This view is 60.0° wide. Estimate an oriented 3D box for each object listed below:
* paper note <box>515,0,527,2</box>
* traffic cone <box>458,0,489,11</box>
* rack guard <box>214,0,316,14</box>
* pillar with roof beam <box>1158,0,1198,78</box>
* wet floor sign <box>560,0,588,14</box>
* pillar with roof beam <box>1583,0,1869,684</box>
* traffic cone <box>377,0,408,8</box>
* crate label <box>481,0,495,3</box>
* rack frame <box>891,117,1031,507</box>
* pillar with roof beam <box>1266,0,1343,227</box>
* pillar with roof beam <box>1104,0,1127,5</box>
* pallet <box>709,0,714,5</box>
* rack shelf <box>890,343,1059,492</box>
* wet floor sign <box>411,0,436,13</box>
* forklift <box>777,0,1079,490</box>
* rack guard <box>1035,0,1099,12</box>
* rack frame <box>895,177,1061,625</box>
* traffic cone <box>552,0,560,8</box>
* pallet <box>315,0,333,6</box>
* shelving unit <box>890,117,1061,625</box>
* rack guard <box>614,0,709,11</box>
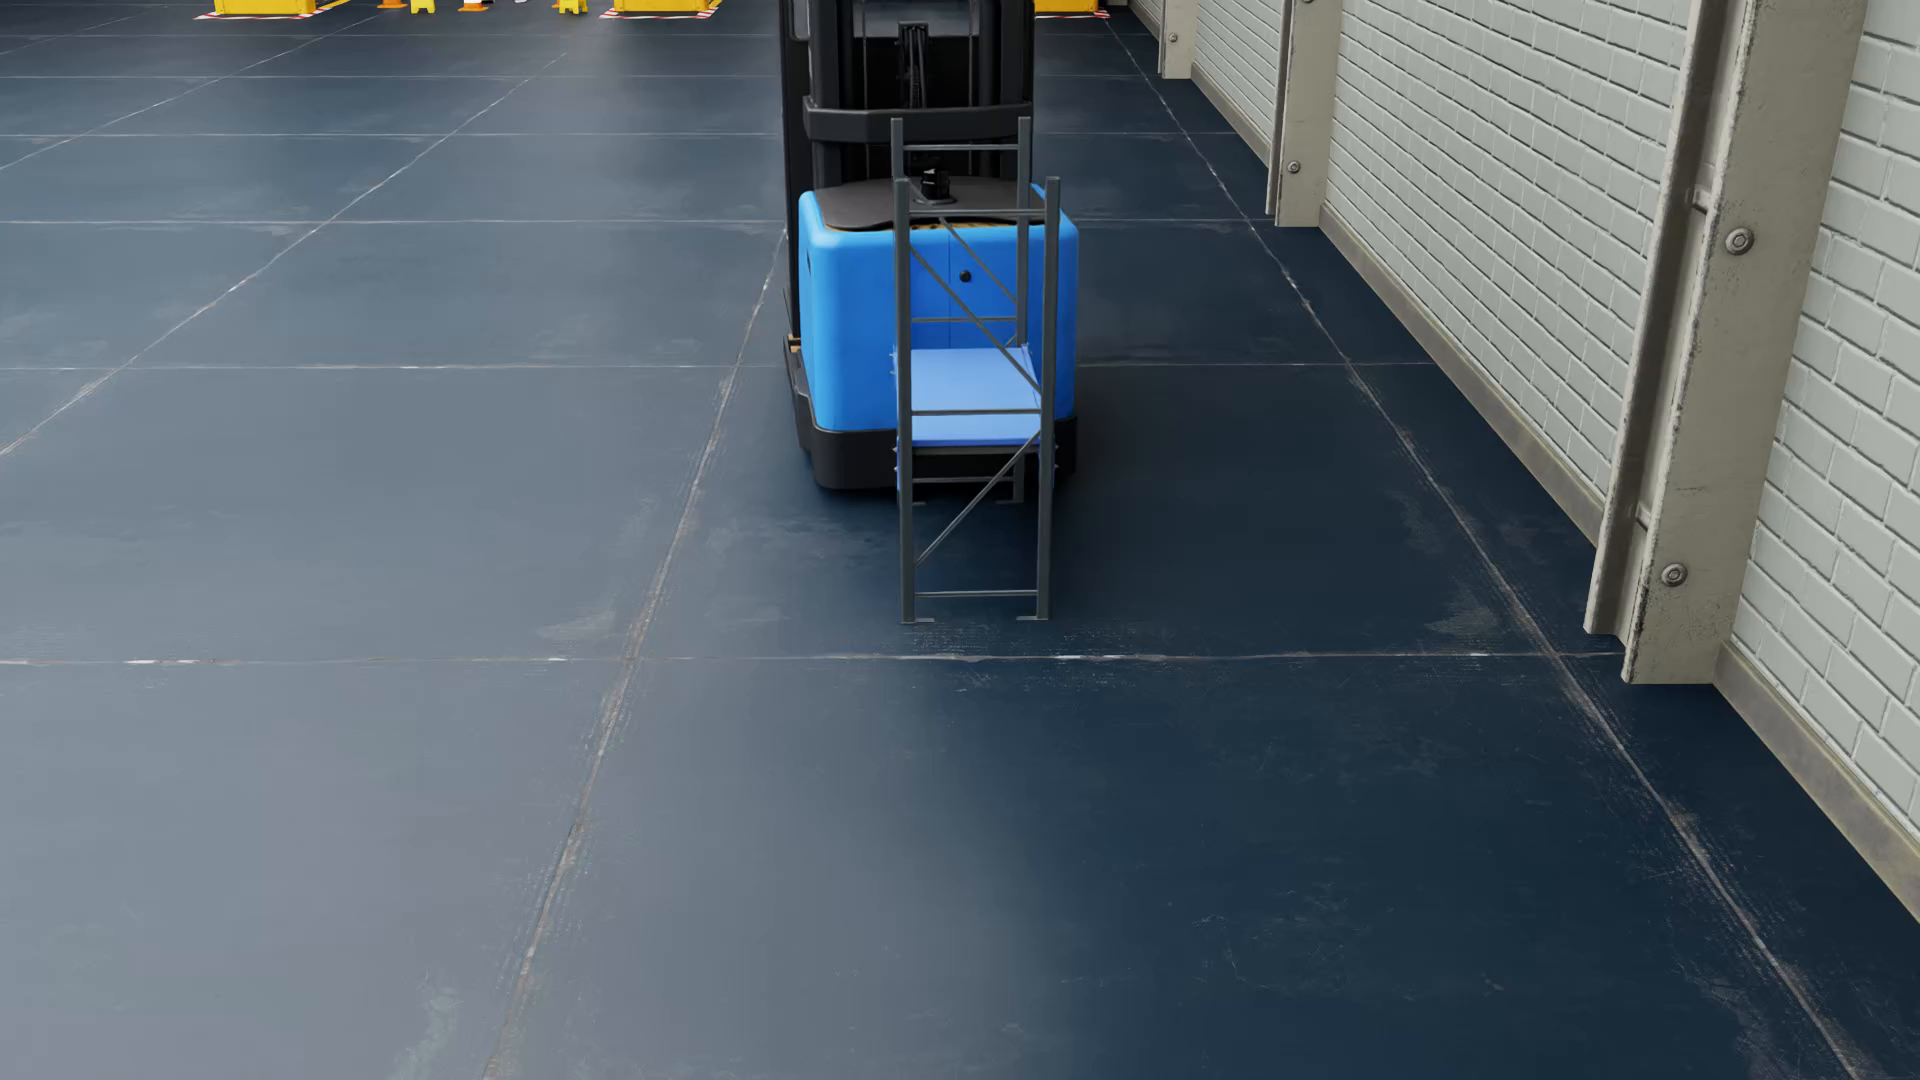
[{"bbox_3d":[-5.798,-7.126,21.968,0.148,0.019,0.142,-9,26,-19],"label":"paper note"},{"bbox_3d":[-6.198,-6.968,21.096,0.336,0.463,0.334,0,24,-1],"label":"traffic cone"},{"bbox_3d":[-8.746,-6.885,20.867,1.175,0.500,0.348,0,24,-1],"label":"rack guard"},{"bbox_3d":[-2.180,-8.654,14.465,9.100,9.000,0.400,0,24,-1],"label":"pillar with roof beam"},{"bbox_3d":[-4.865,-6.942,20.816,0.267,0.644,0.232,8,26,18],"label":"wet floor sign"},{"bbox_3d":[-2.049,-3.710,3.532,9.100,9.000,0.400,0,24,-1],"label":"pillar with roof beam"},{"bbox_3d":[-7.332,-7.103,21.394,0.336,0.463,0.334,0,24,-1],"label":"traffic cone"},{"bbox_3d":[-6.269,-7.144,21.878,0.250,0.136,0.298,-14,28,-28],"label":"crate label"},{"bbox_3d":[0.003,-0.825,6.255,0.500,1.500,0.032,-1,24,-3],"label":"rack frame"},{"bbox_3d":[-2.114,-6.182,8.999,9.100,9.000,0.400,0,24,-1],"label":"pillar with roof beam"},{"bbox_3d":[-2.245,-11.127,19.932,9.100,9.000,0.400,0,24,-1],"label":"pillar with roof beam"},{"bbox_3d":[-3.772,-7.194,21.899,1.003,0.211,1.213,0,24,-1],"label":"pallet"},{"bbox_3d":[0.028,-0.452,5.867,0.538,0.185,1.000,-1,24,-3],"label":"rack shelf"},{"bbox_3d":[-6.766,-6.958,20.852,0.267,0.644,0.232,-4,25,-10],"label":"wet floor sign"},{"bbox_3d":[-0.263,-2.110,7.358,1.130,2.935,3.031,-4,25,-8],"label":"forklift"},{"bbox_3d":[1.166,-6.973,21.061,1.175,0.500,0.348,0,24,-1],"label":"rack guard"},{"bbox_3d":[0.053,-0.407,5.330,0.500,1.500,0.032,-1,24,-3],"label":"rack frame"},{"bbox_3d":[-5.092,-7.113,21.416,0.336,0.463,0.334,0,24,-1],"label":"traffic cone"},{"bbox_3d":[-8.833,-7.093,21.676,1.003,0.211,1.213,0,24,-1],"label":"pallet"},{"bbox_3d":[0.028,-0.616,5.792,0.538,1.500,1.048,-1,24,-3],"label":"shelving unit"},{"bbox_3d":[-3.798,-6.990,21.099,1.175,0.500,0.348,0,24,-1],"label":"rack guard"}]
